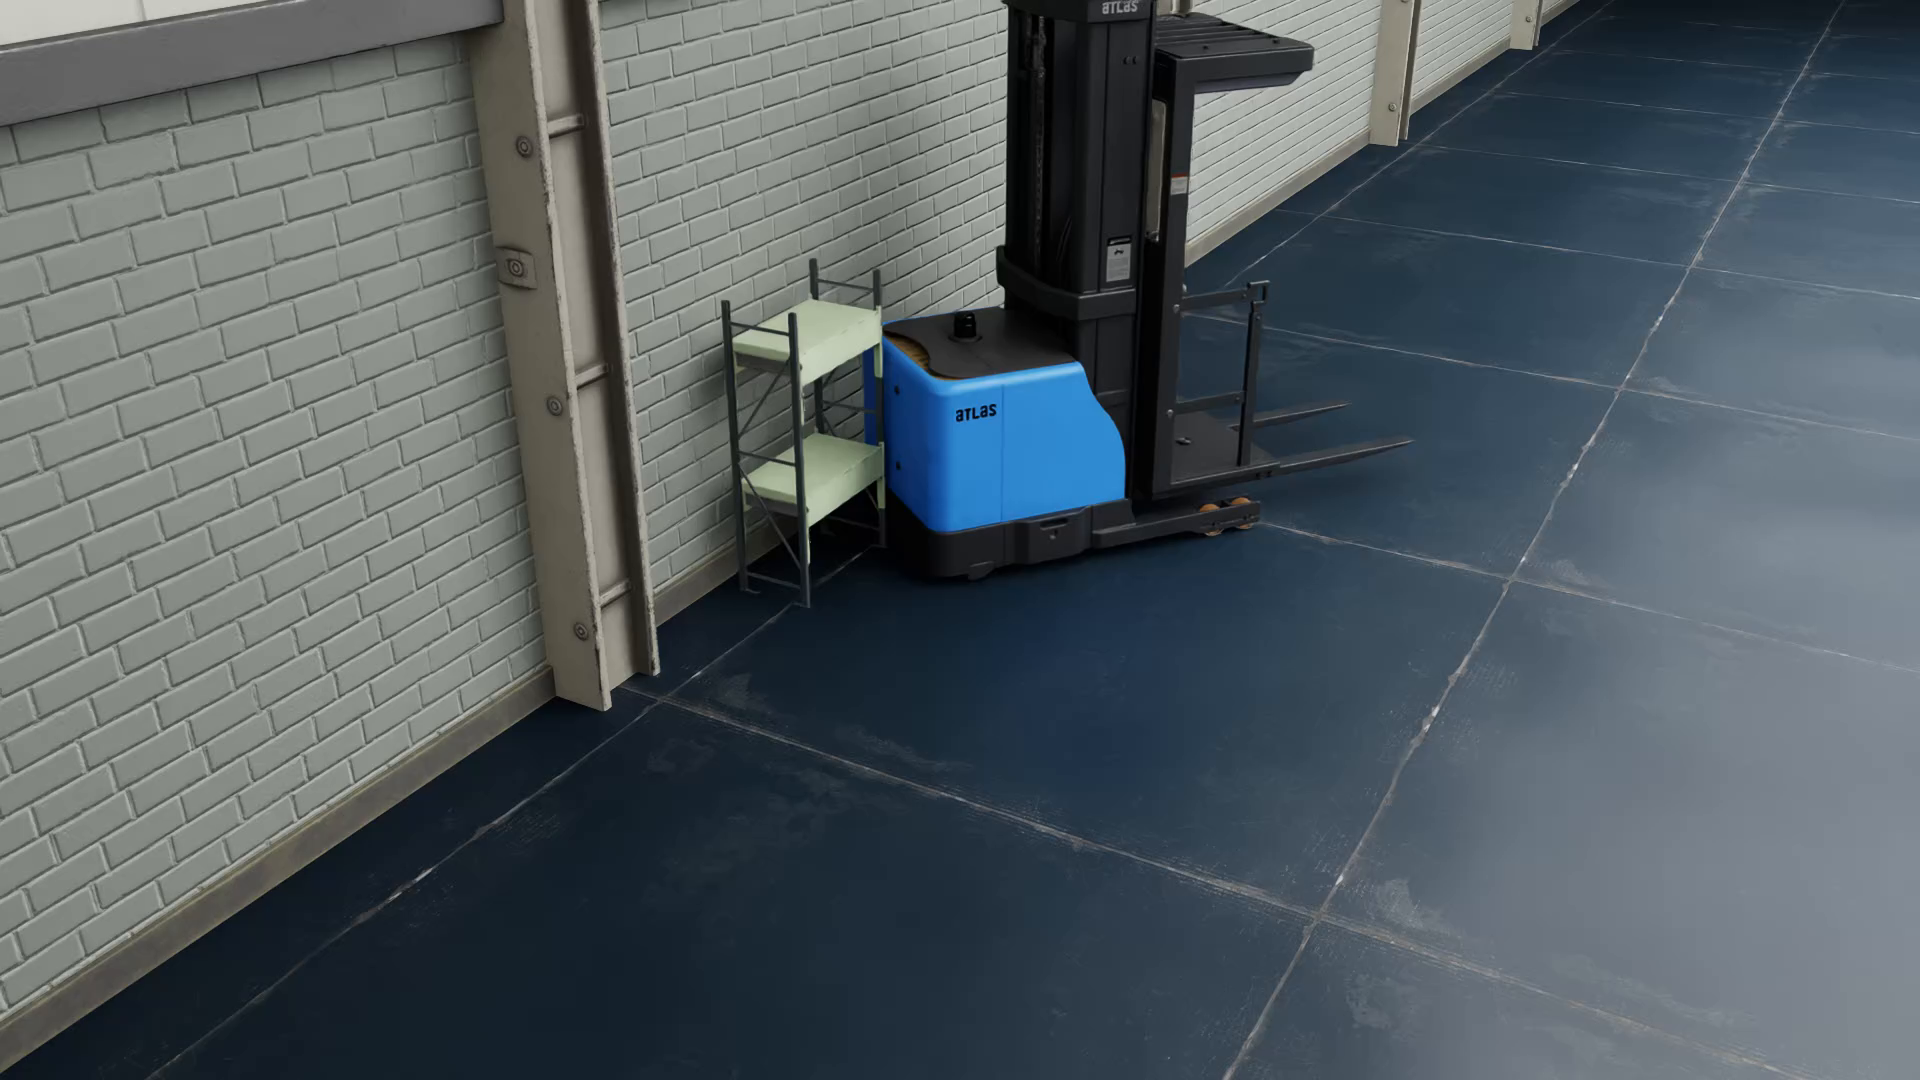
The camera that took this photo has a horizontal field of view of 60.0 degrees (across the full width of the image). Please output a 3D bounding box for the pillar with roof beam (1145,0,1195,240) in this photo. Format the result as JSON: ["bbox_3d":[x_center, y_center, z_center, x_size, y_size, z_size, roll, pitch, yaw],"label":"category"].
[{"bbox_3d":[5.110,-4.777,8.239,9.100,9.000,0.400,14,30,26],"label":"pillar with roof beam"}]

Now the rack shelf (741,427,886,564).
[{"bbox_3d":[-0.734,-0.232,8.267,0.431,0.370,0.720,14,30,25],"label":"rack shelf"}]

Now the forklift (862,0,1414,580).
[{"bbox_3d":[1.044,-1.535,8.542,3.031,2.935,1.130,-11,29,-21],"label":"forklift"}]

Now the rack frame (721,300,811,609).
[{"bbox_3d":[-0.909,-0.380,7.834,0.400,1.500,0.023,14,30,25],"label":"rack frame"}]

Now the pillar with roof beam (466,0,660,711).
[{"bbox_3d":[2.158,-2.438,3.568,9.100,9.000,0.400,14,30,26],"label":"pillar with roof beam"}]

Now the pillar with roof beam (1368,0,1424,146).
[{"bbox_3d":[8.062,-7.115,12.910,9.100,9.000,0.400,14,30,26],"label":"pillar with roof beam"}]

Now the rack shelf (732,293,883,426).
[{"bbox_3d":[-0.734,-0.873,7.947,0.431,0.370,0.720,14,30,25],"label":"rack shelf"}]

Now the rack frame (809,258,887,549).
[{"bbox_3d":[-0.560,-0.668,8.409,0.400,1.500,0.023,14,30,25],"label":"rack frame"}]

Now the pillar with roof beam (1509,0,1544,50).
[{"bbox_3d":[11.013,-9.453,17.581,9.100,9.000,0.400,14,30,26],"label":"pillar with roof beam"}]

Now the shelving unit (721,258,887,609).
[{"bbox_3d":[-0.734,-0.524,8.121,0.431,1.500,0.755,14,30,25],"label":"shelving unit"}]
